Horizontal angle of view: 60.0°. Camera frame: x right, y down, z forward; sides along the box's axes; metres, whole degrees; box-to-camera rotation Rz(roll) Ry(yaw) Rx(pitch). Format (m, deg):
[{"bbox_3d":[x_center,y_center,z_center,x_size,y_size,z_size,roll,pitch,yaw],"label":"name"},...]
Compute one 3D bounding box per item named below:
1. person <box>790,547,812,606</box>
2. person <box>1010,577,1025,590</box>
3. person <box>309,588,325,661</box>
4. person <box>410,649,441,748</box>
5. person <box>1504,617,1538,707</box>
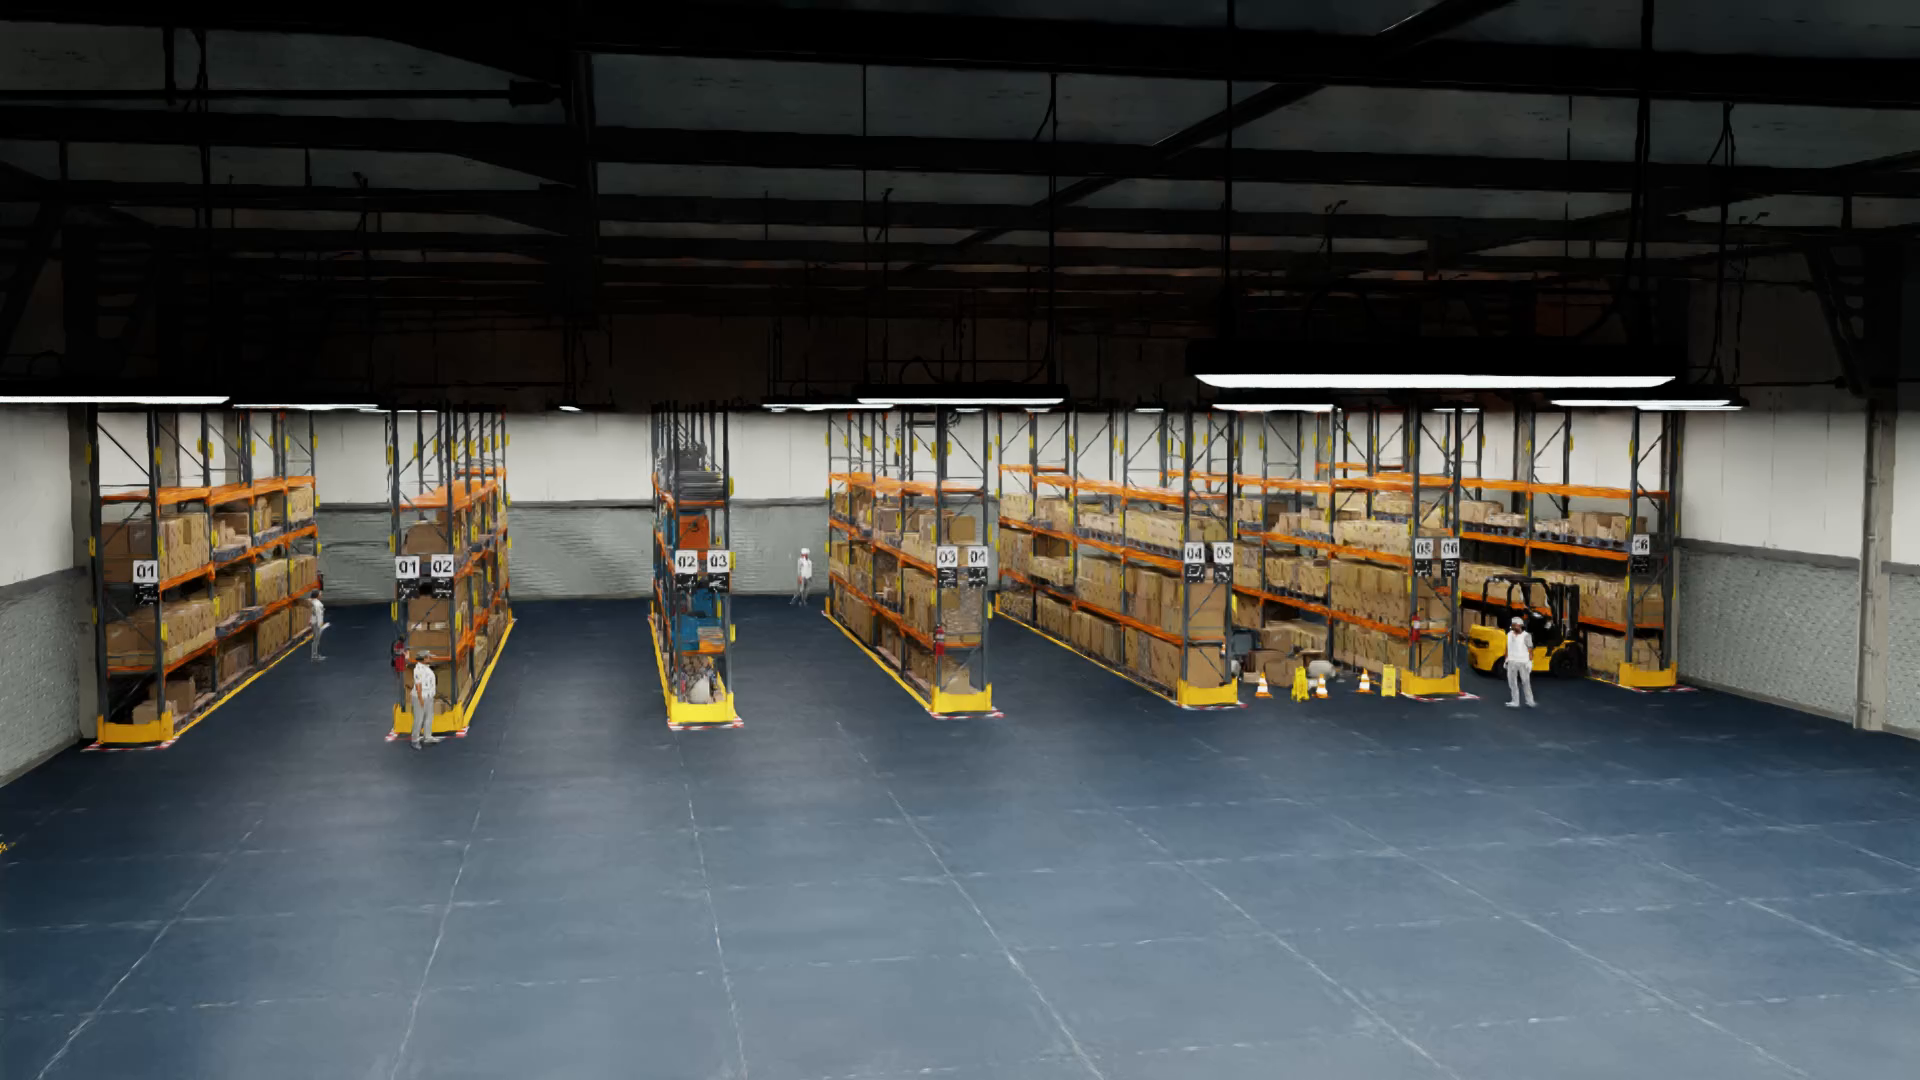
[{"bbox_3d":[-4.739,1.103,49.610,0.519,1.763,0.709,3,5,37],"label":"person"},{"bbox_3d":[1.844,0.951,52.314,0.581,1.673,0.952,1,4,12],"label":"person"},{"bbox_3d":[-14.939,1.954,38.663,0.364,1.682,0.582,-3,5,-32],"label":"person"},{"bbox_3d":[-9.266,2.717,28.715,0.398,1.669,0.588,0,4,4],"label":"person"},{"bbox_3d":[10.997,2.384,32.652,0.548,1.779,0.655,-4,6,-40],"label":"person"}]
